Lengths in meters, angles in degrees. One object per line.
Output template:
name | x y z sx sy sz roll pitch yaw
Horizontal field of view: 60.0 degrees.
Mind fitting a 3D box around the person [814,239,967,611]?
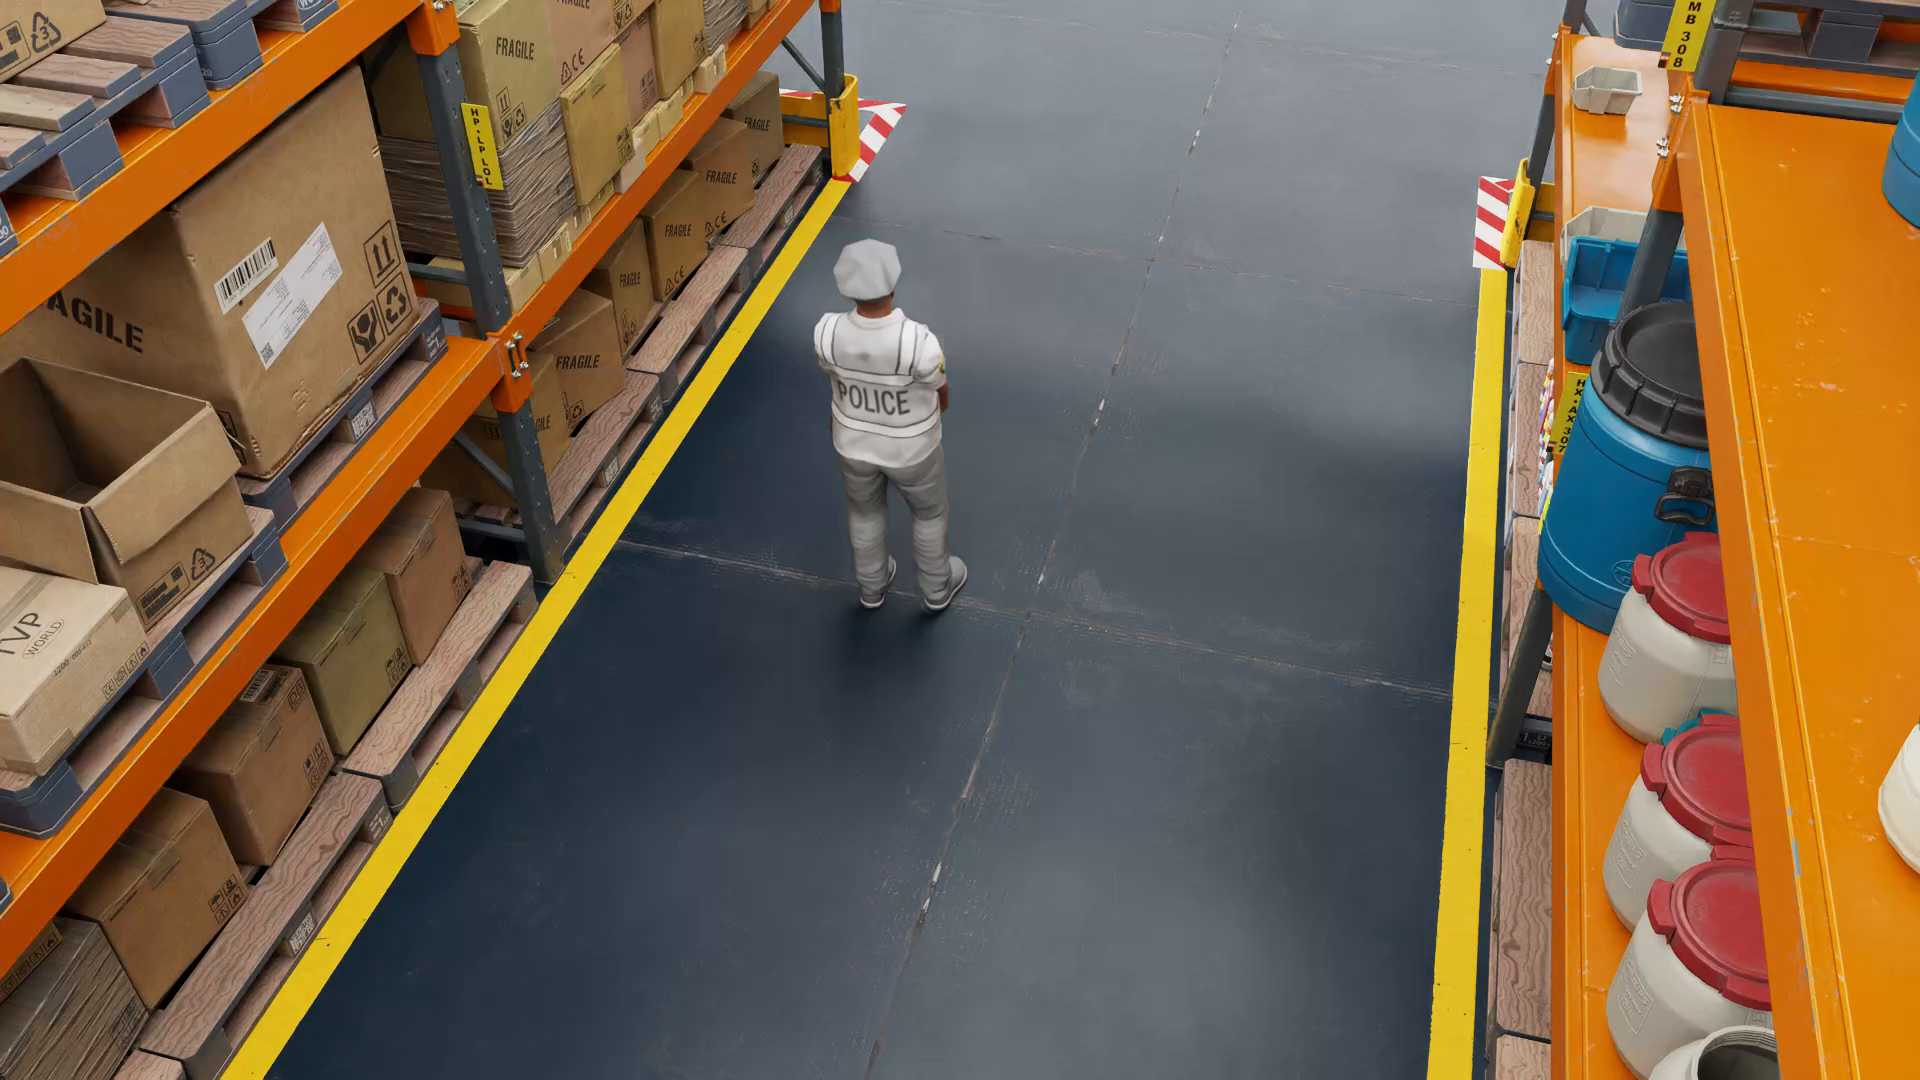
person | -0.268 -0.454 6.651 0.538 1.786 0.538 10 42 11
